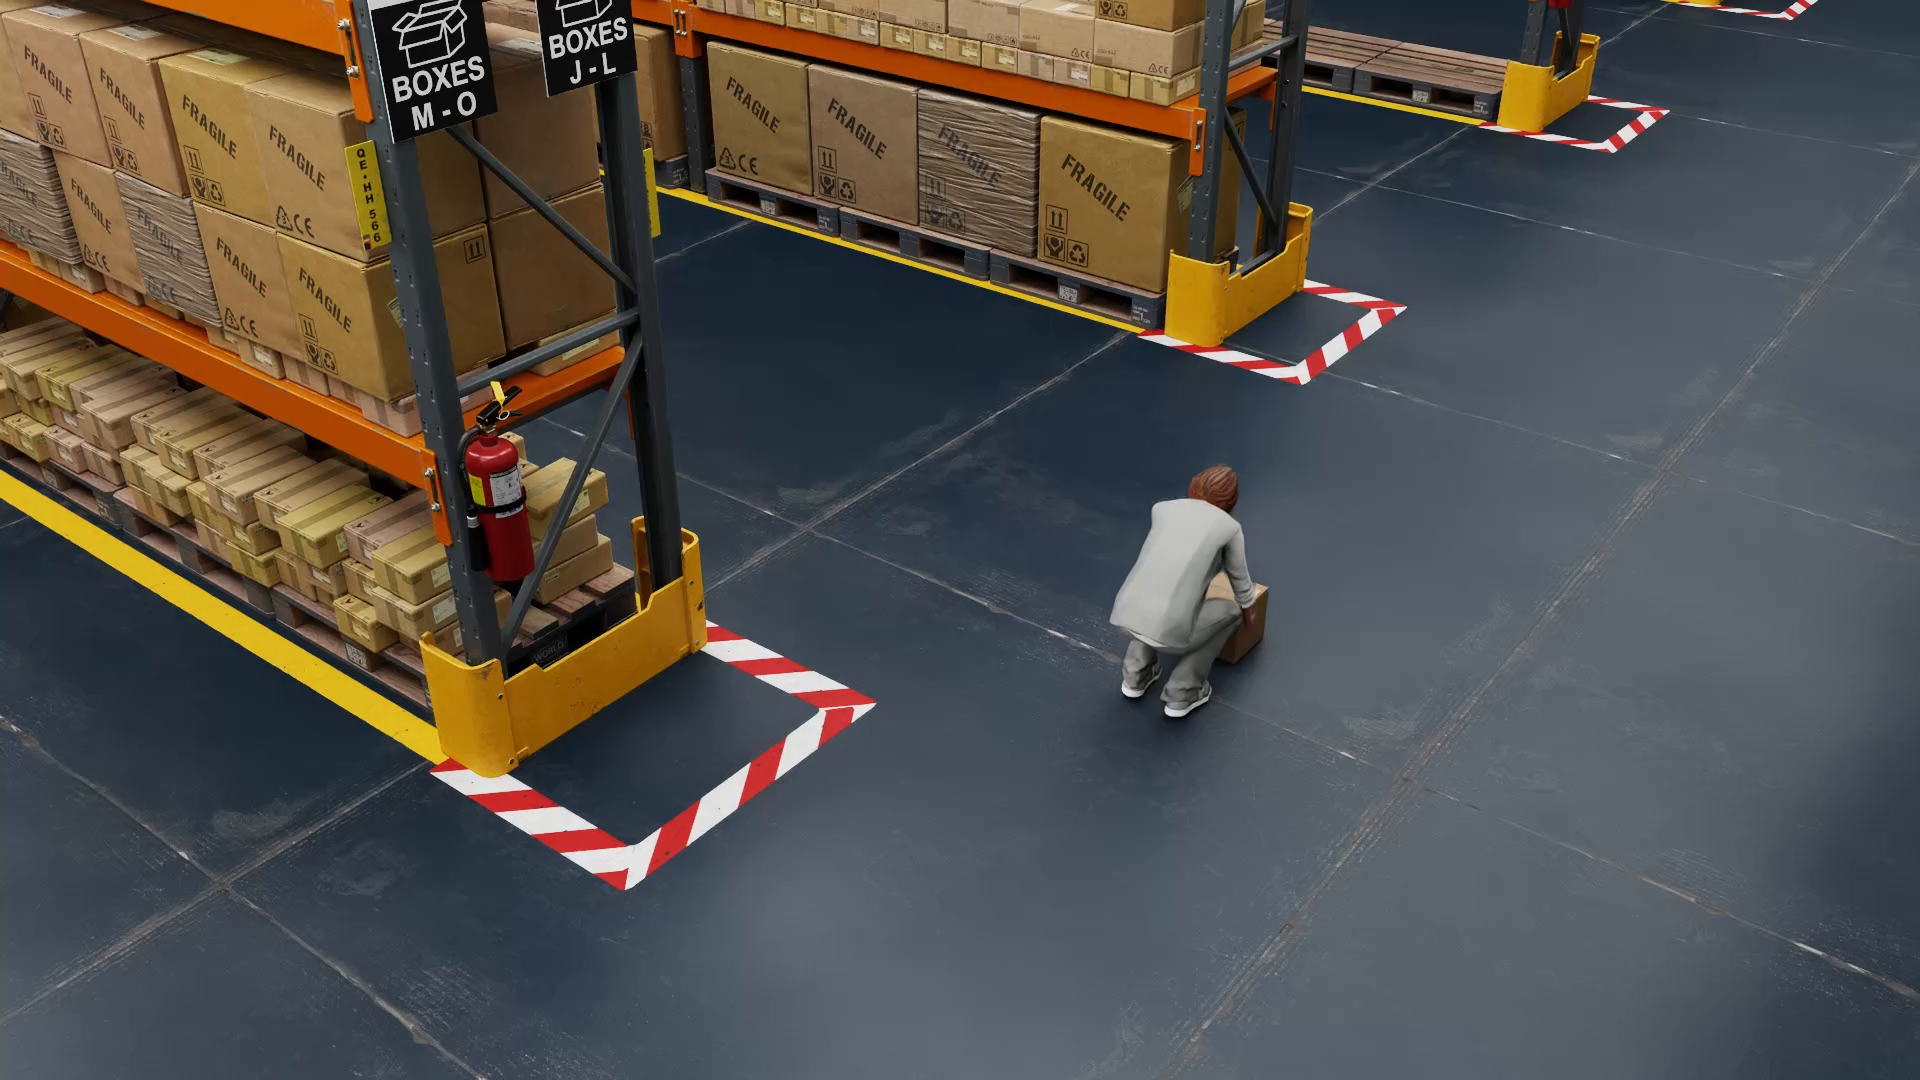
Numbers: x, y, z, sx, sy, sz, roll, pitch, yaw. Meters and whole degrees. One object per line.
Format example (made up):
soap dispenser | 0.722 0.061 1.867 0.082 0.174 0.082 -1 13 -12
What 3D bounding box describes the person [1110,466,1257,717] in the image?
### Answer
person | 0.875 0.214 6.534 0.440 0.829 0.804 21 37 31
